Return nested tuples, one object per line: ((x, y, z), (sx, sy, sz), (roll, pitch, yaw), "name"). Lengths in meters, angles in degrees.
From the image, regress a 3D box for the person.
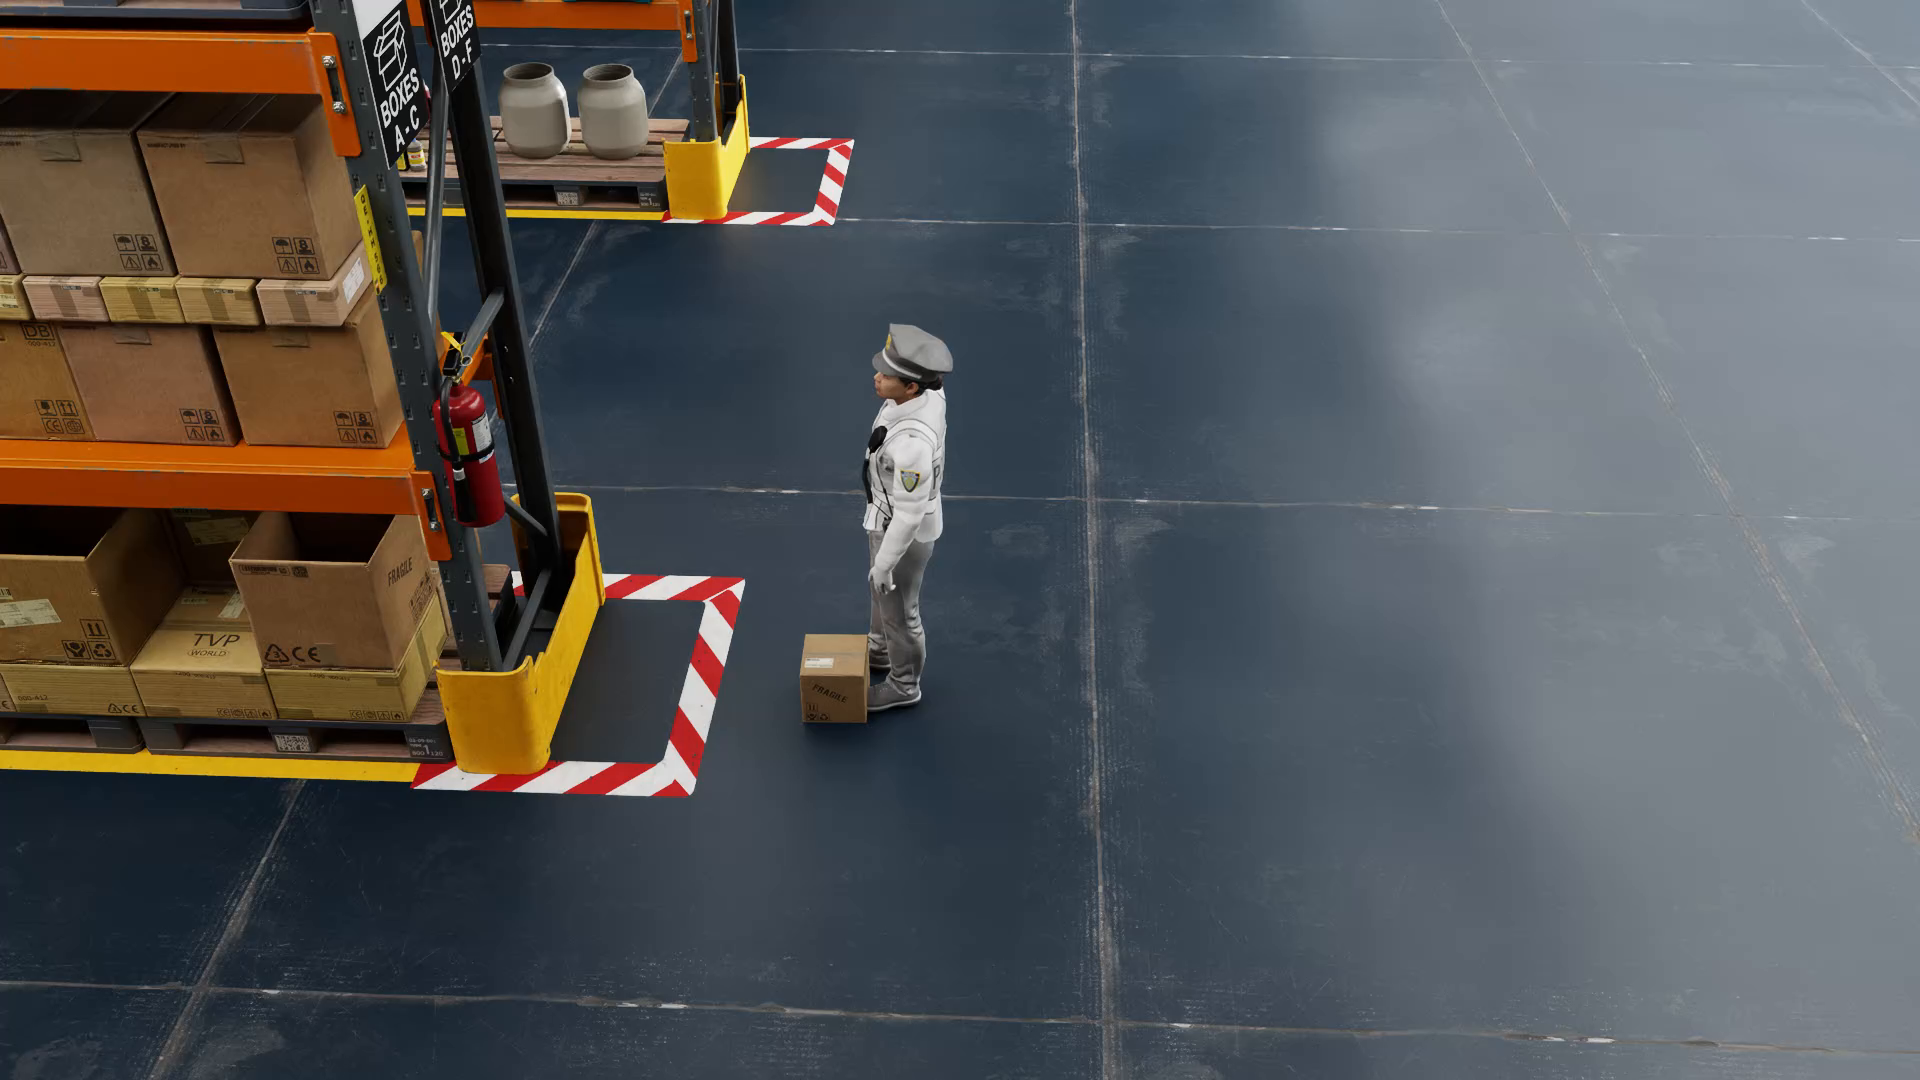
((-0.287, -0.054, 6.178), (0.529, 1.694, 0.587), (1, 36, 2), "person")
